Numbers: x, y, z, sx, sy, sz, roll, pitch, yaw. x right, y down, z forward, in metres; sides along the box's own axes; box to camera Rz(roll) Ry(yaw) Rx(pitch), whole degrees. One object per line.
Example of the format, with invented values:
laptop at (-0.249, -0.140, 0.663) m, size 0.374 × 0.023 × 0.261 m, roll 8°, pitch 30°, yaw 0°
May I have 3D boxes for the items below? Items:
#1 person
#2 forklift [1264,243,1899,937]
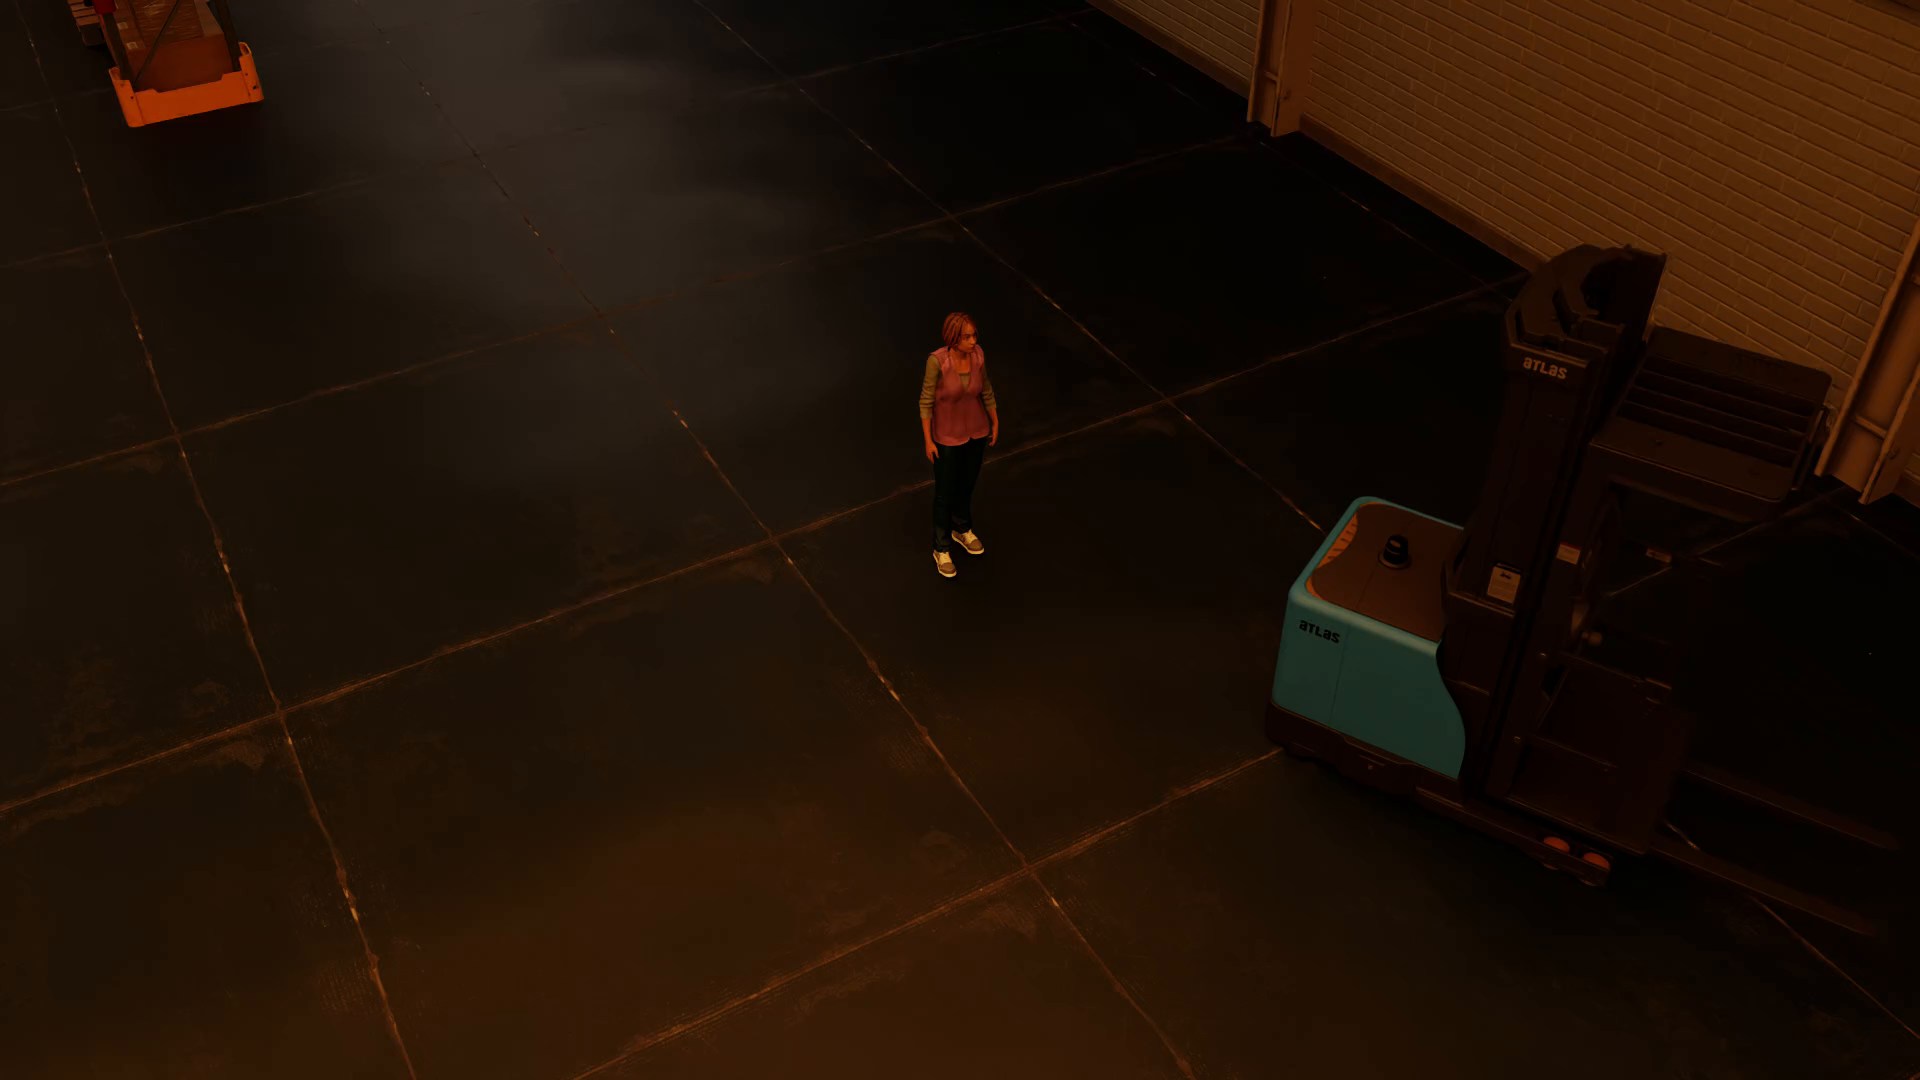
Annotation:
person at (0.025, -0.575, 9.762) m, size 0.520 × 1.599 × 0.473 m, roll -20°, pitch 44°, yaw -23°
forklift at (3.163, 0.198, 7.797) m, size 3.031 × 2.935 × 1.130 m, roll 22°, pitch 44°, yaw 24°
